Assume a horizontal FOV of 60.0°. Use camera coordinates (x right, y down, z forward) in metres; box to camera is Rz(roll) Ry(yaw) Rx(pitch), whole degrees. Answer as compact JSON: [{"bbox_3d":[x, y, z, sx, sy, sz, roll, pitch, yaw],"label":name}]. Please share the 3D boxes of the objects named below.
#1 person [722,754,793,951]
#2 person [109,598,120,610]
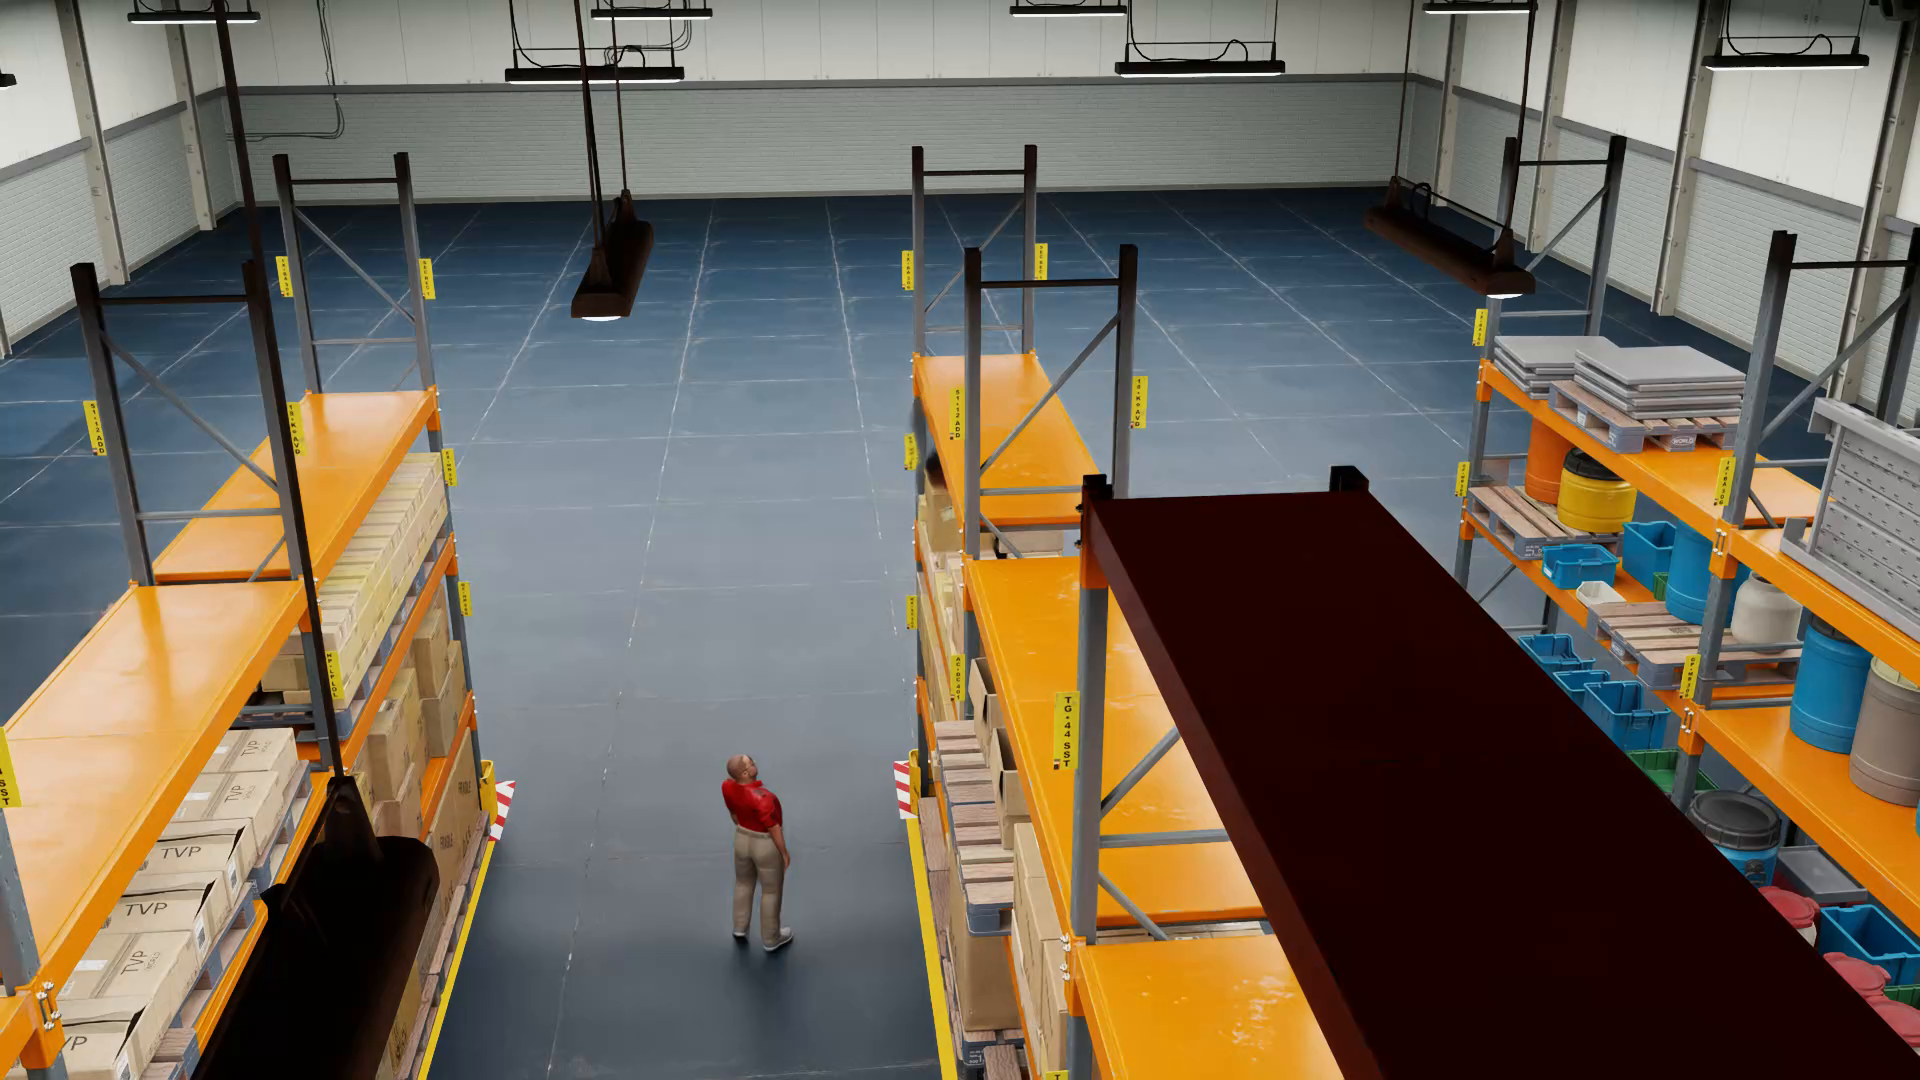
[{"bbox_3d":[-1.609,2.447,13.213,0.590,1.754,0.435,11,24,25],"label":"person"},{"bbox_3d":[-7.898,1.344,15.907,0.732,1.713,0.531,-10,24,-23],"label":"person"}]
